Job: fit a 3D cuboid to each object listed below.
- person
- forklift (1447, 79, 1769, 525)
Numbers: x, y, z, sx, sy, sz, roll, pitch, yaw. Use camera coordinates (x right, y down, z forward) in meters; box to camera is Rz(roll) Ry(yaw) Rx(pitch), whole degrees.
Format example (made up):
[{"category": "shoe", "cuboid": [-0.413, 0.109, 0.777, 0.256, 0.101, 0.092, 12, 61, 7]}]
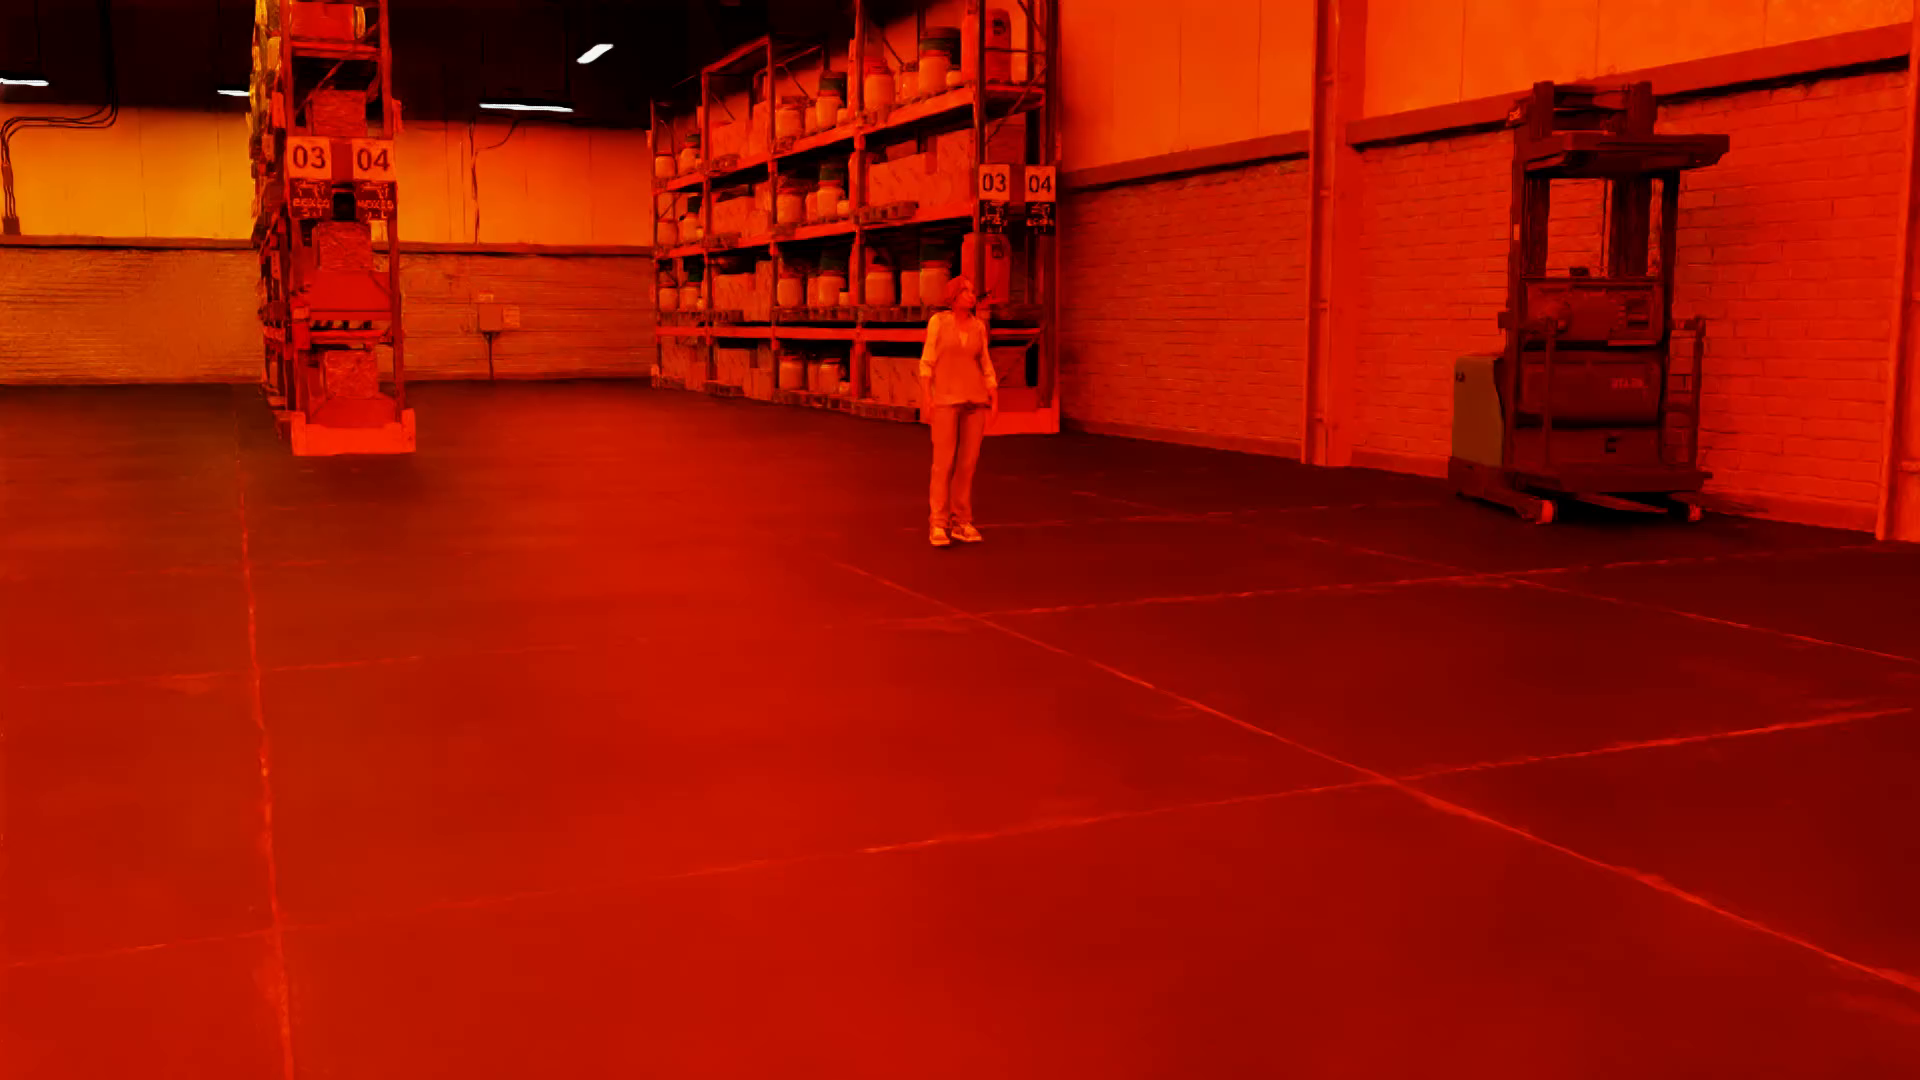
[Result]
[{"category": "person", "cuboid": [0.017, -0.789, 9.976, 0.521, 1.597, 0.474, -3, 8, -23]}, {"category": "forklift", "cuboid": [4.309, -1.596, 11.046, 1.130, 2.935, 3.031, 0, 8, -4]}]
